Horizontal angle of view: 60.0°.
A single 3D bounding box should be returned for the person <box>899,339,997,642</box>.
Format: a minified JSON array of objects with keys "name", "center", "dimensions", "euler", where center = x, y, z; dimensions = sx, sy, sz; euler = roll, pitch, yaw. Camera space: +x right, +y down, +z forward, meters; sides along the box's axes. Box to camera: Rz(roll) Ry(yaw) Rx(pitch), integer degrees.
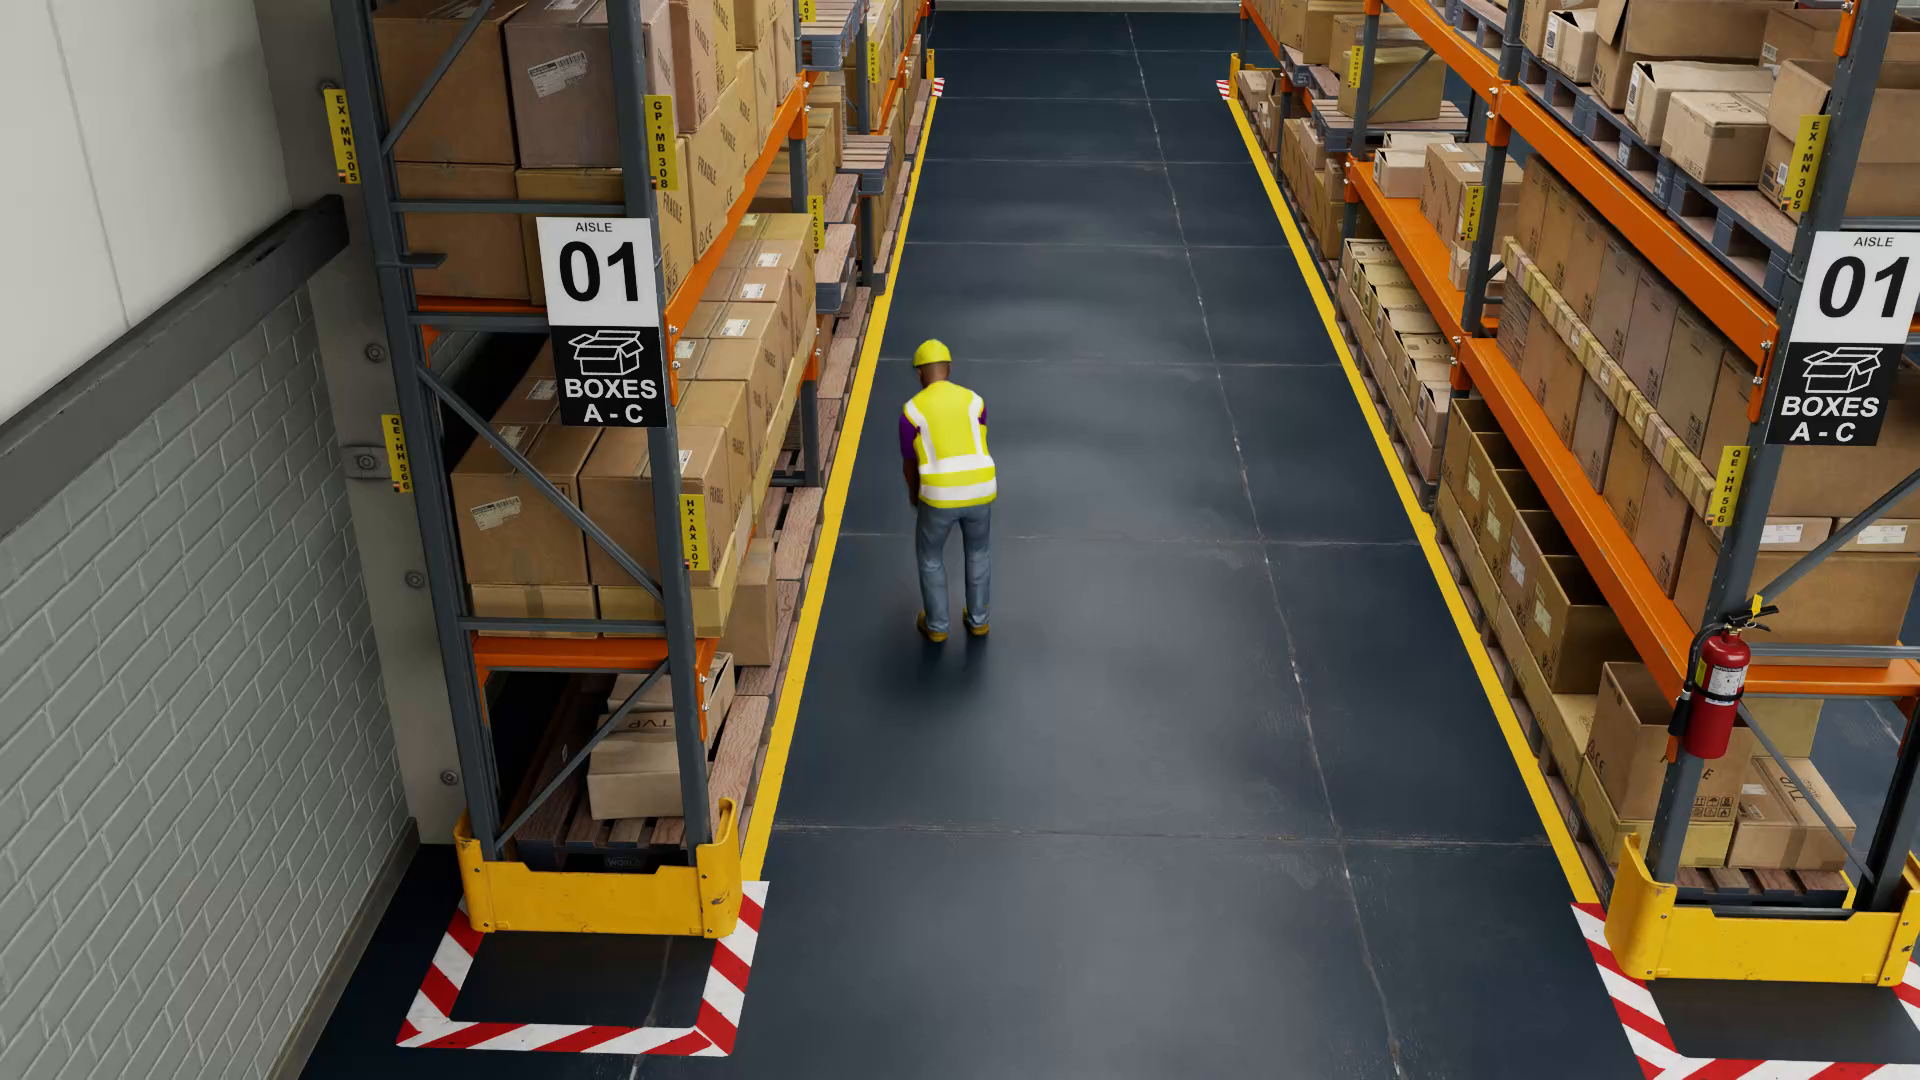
[{"name":"person","center":[-0.087,-0.276,9.259],"dimensions":[0.489,1.634,0.715],"euler":[-8,29,-14]}]
